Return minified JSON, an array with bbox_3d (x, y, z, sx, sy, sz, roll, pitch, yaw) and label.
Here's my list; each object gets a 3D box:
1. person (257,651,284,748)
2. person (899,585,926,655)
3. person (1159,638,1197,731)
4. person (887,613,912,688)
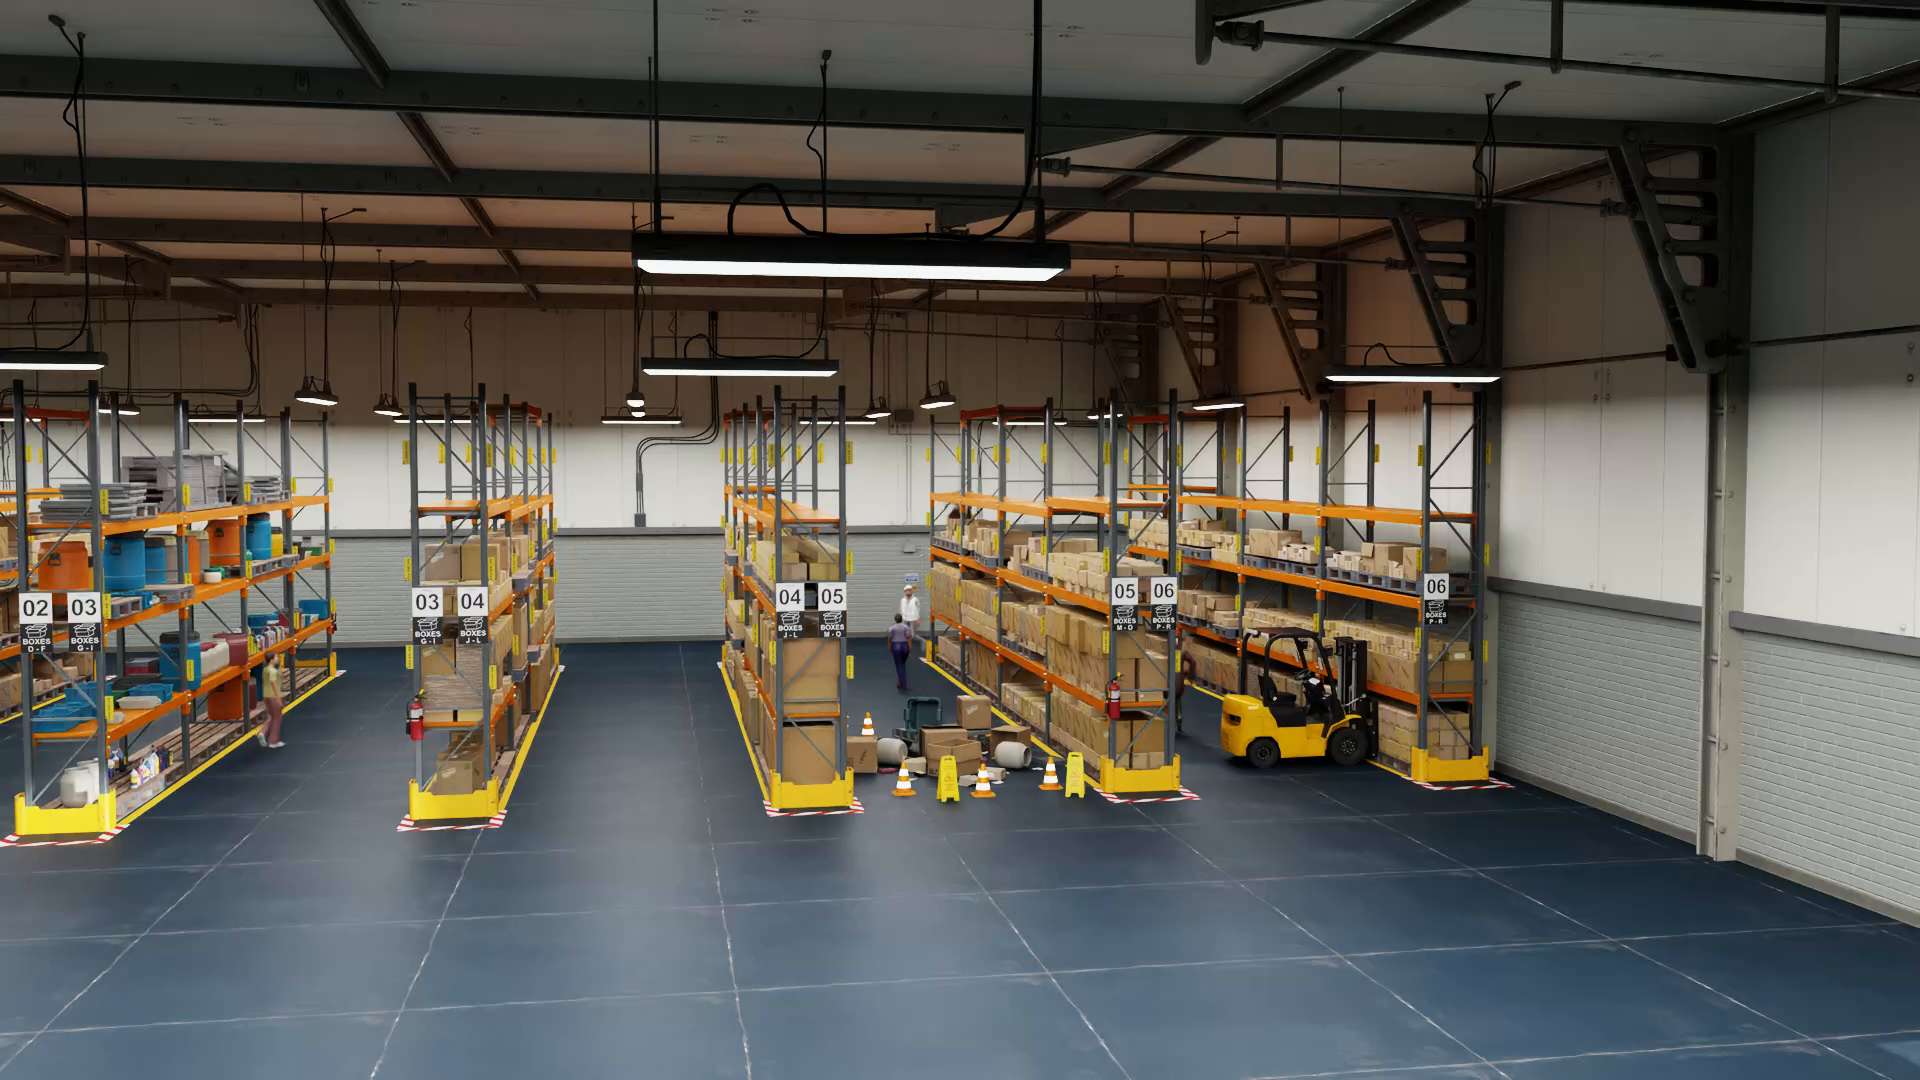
[{"bbox_3d":[-11.754,2.715,28.378,0.450,1.664,0.484,2,3,30],"label":"person"},{"bbox_3d":[-1.207,2.002,41.695,0.555,1.749,0.640,3,4,41],"label":"person"},{"bbox_3d":[3.893,2.612,30.274,0.742,1.757,0.699,0,3,-7],"label":"person"},{"bbox_3d":[-1.322,2.389,35.640,0.467,1.648,0.739,-2,3,-29],"label":"person"}]
